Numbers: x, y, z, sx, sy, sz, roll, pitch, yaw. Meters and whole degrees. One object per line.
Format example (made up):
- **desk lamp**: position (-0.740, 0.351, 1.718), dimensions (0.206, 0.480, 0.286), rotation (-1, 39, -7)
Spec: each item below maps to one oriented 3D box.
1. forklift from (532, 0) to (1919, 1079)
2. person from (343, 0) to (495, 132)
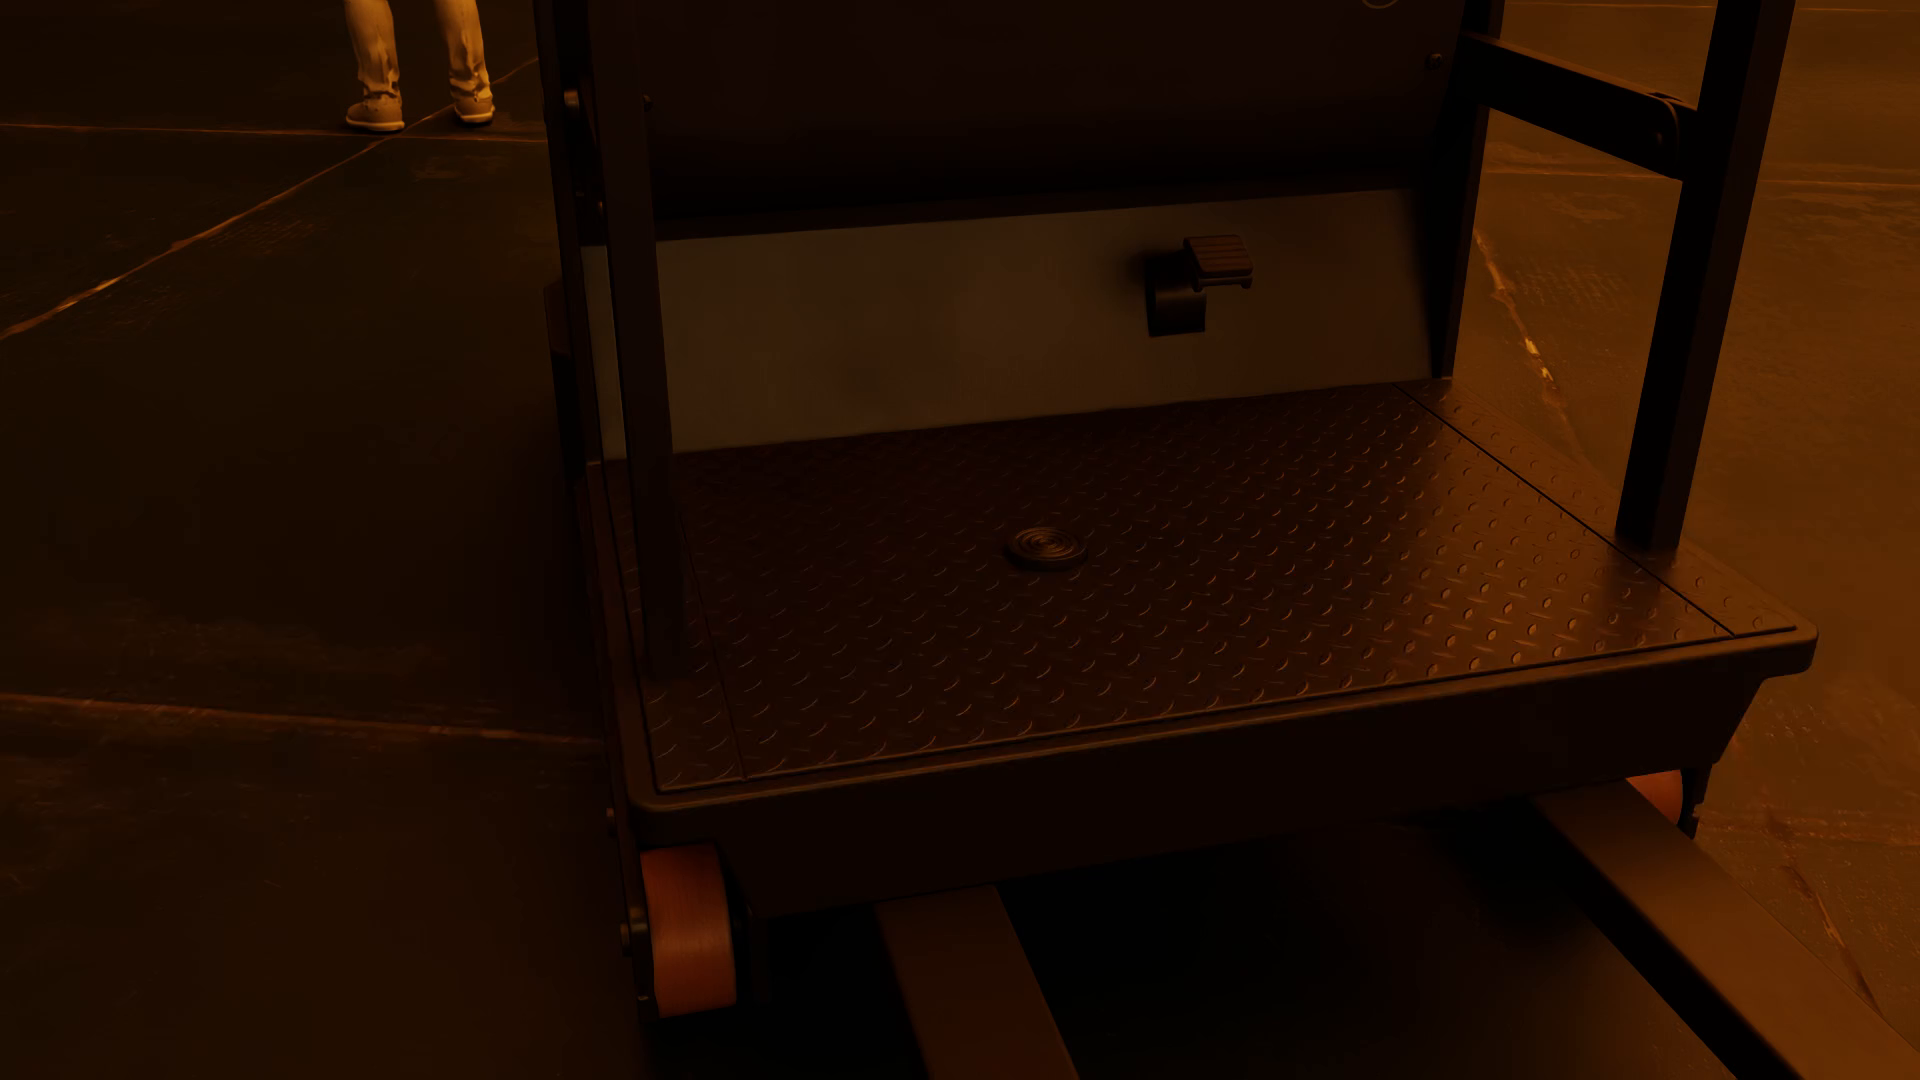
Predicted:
- **forklift**: position (0.153, -1.049, 1.319), dimensions (1.130, 2.935, 3.031), rotation (-7, 27, -13)
- **person**: position (-1.621, -1.989, 4.632), dimensions (0.530, 1.665, 0.369), rotation (-14, 30, -27)
